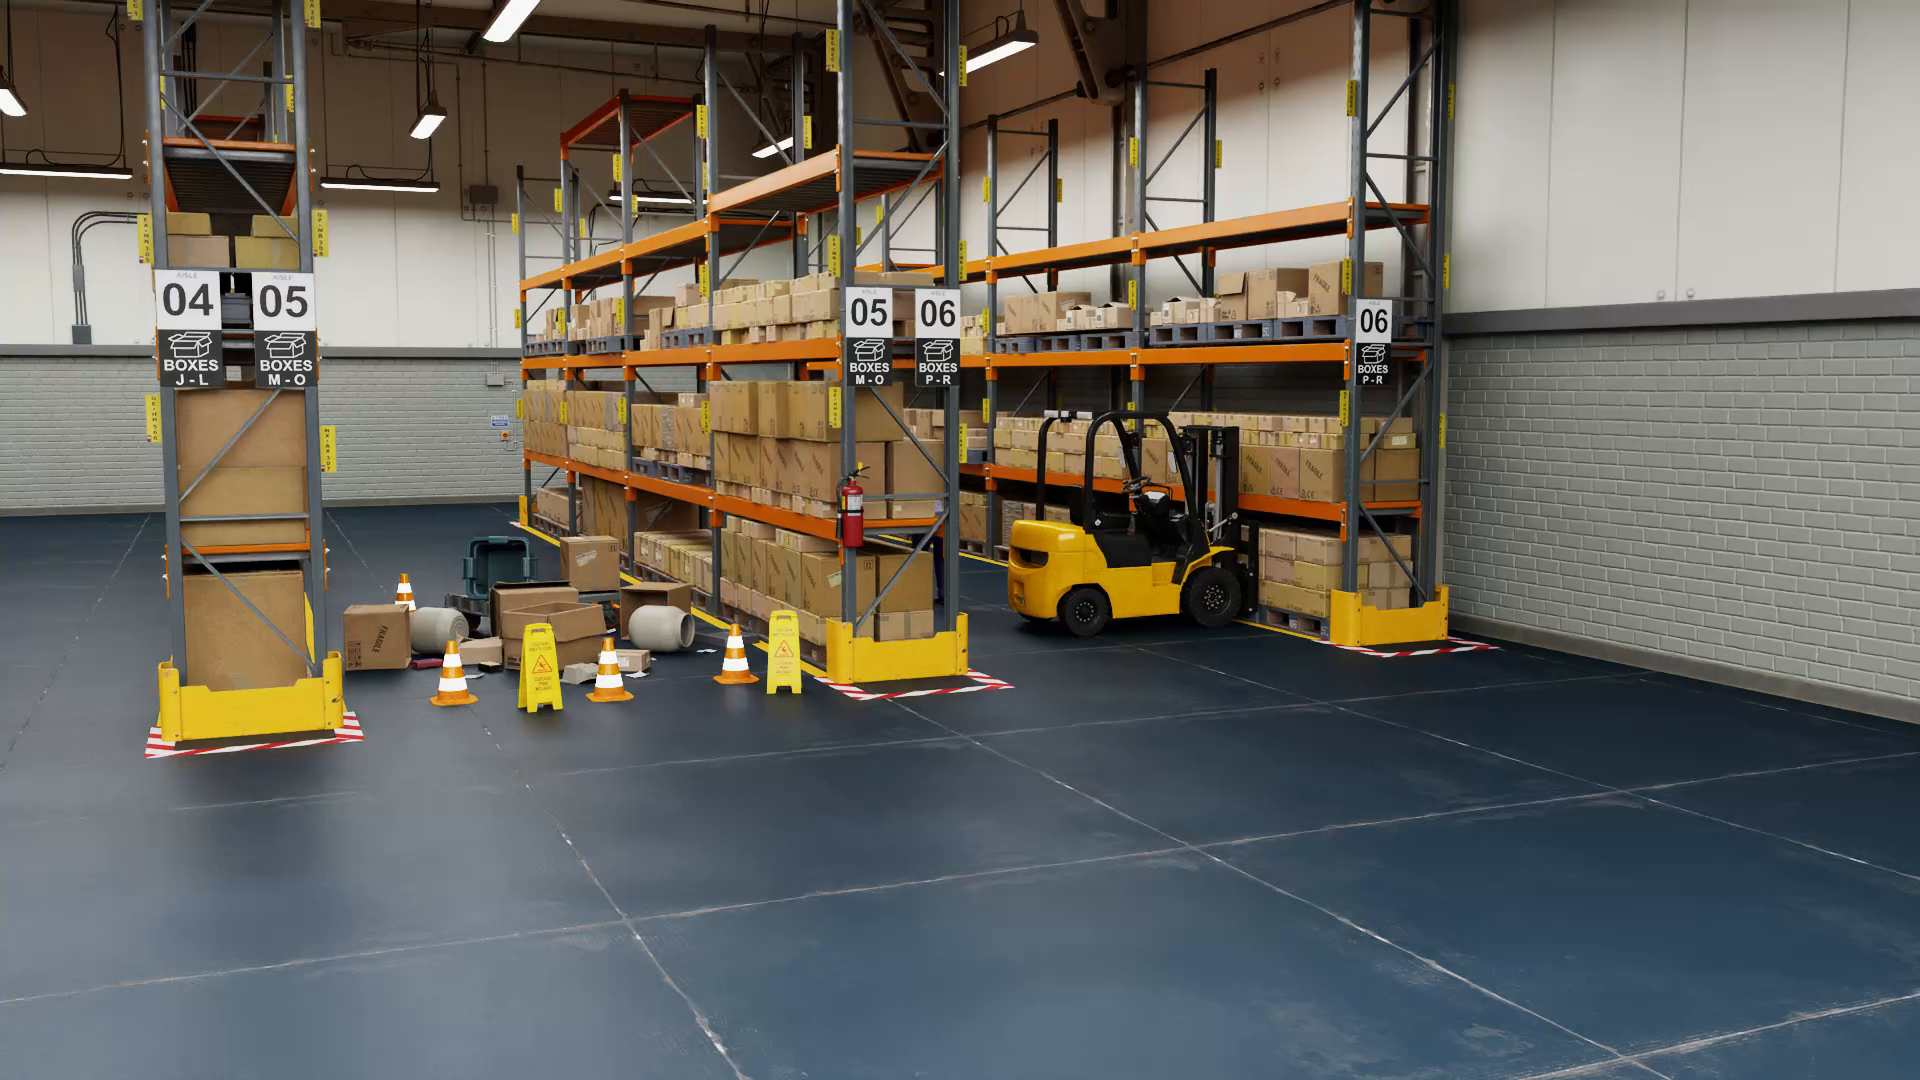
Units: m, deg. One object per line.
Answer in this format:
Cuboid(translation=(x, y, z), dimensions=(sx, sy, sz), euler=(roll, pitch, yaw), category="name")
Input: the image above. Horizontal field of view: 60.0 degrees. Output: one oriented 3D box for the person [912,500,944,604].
Cuboid(translation=(-0.361, -0.113, 18.308), dimensions=(0.435, 1.646, 0.534), euler=(-3, 6, -25), category="person")
